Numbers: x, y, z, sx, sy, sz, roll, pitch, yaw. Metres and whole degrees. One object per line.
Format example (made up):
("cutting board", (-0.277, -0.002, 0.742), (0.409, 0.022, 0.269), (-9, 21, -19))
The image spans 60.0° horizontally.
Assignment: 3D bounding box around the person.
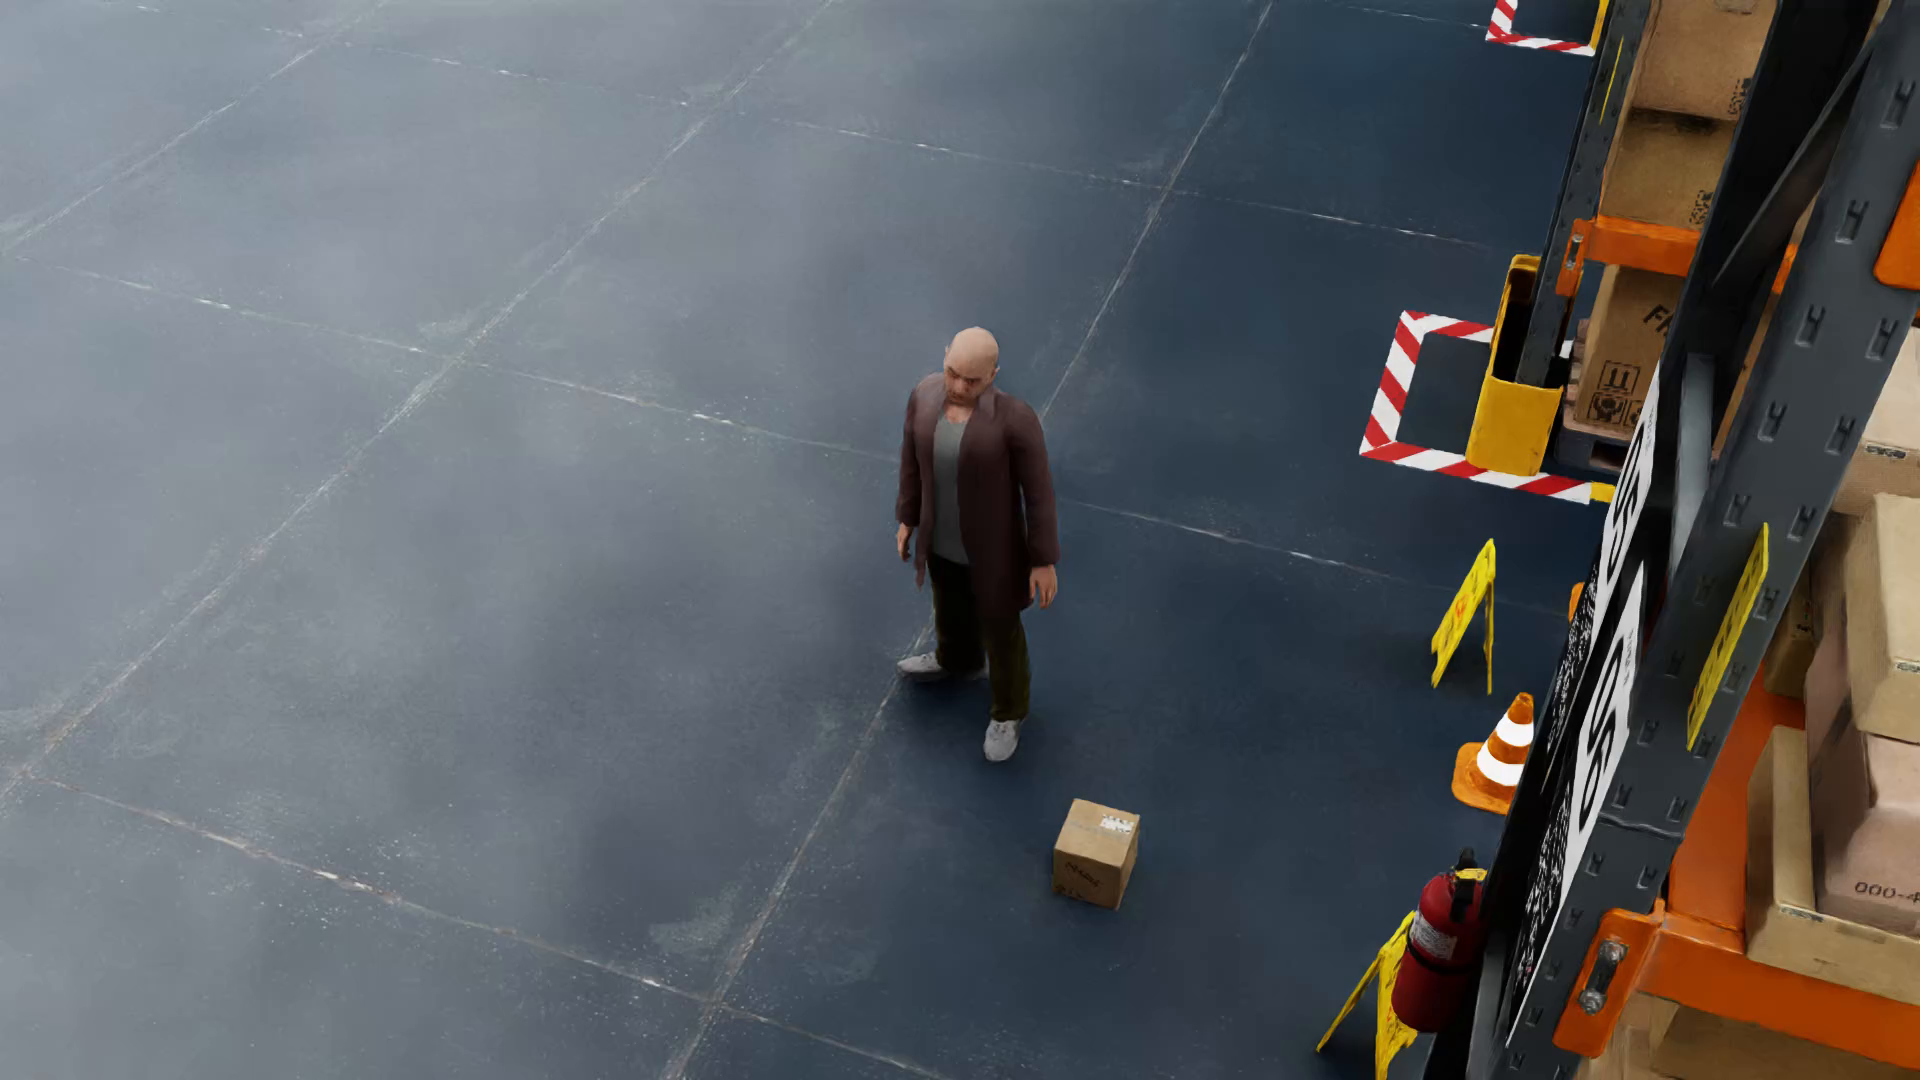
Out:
("person", (0.045, 0.006, 6.118), (0.736, 1.784, 0.432), (26, 47, 27))
